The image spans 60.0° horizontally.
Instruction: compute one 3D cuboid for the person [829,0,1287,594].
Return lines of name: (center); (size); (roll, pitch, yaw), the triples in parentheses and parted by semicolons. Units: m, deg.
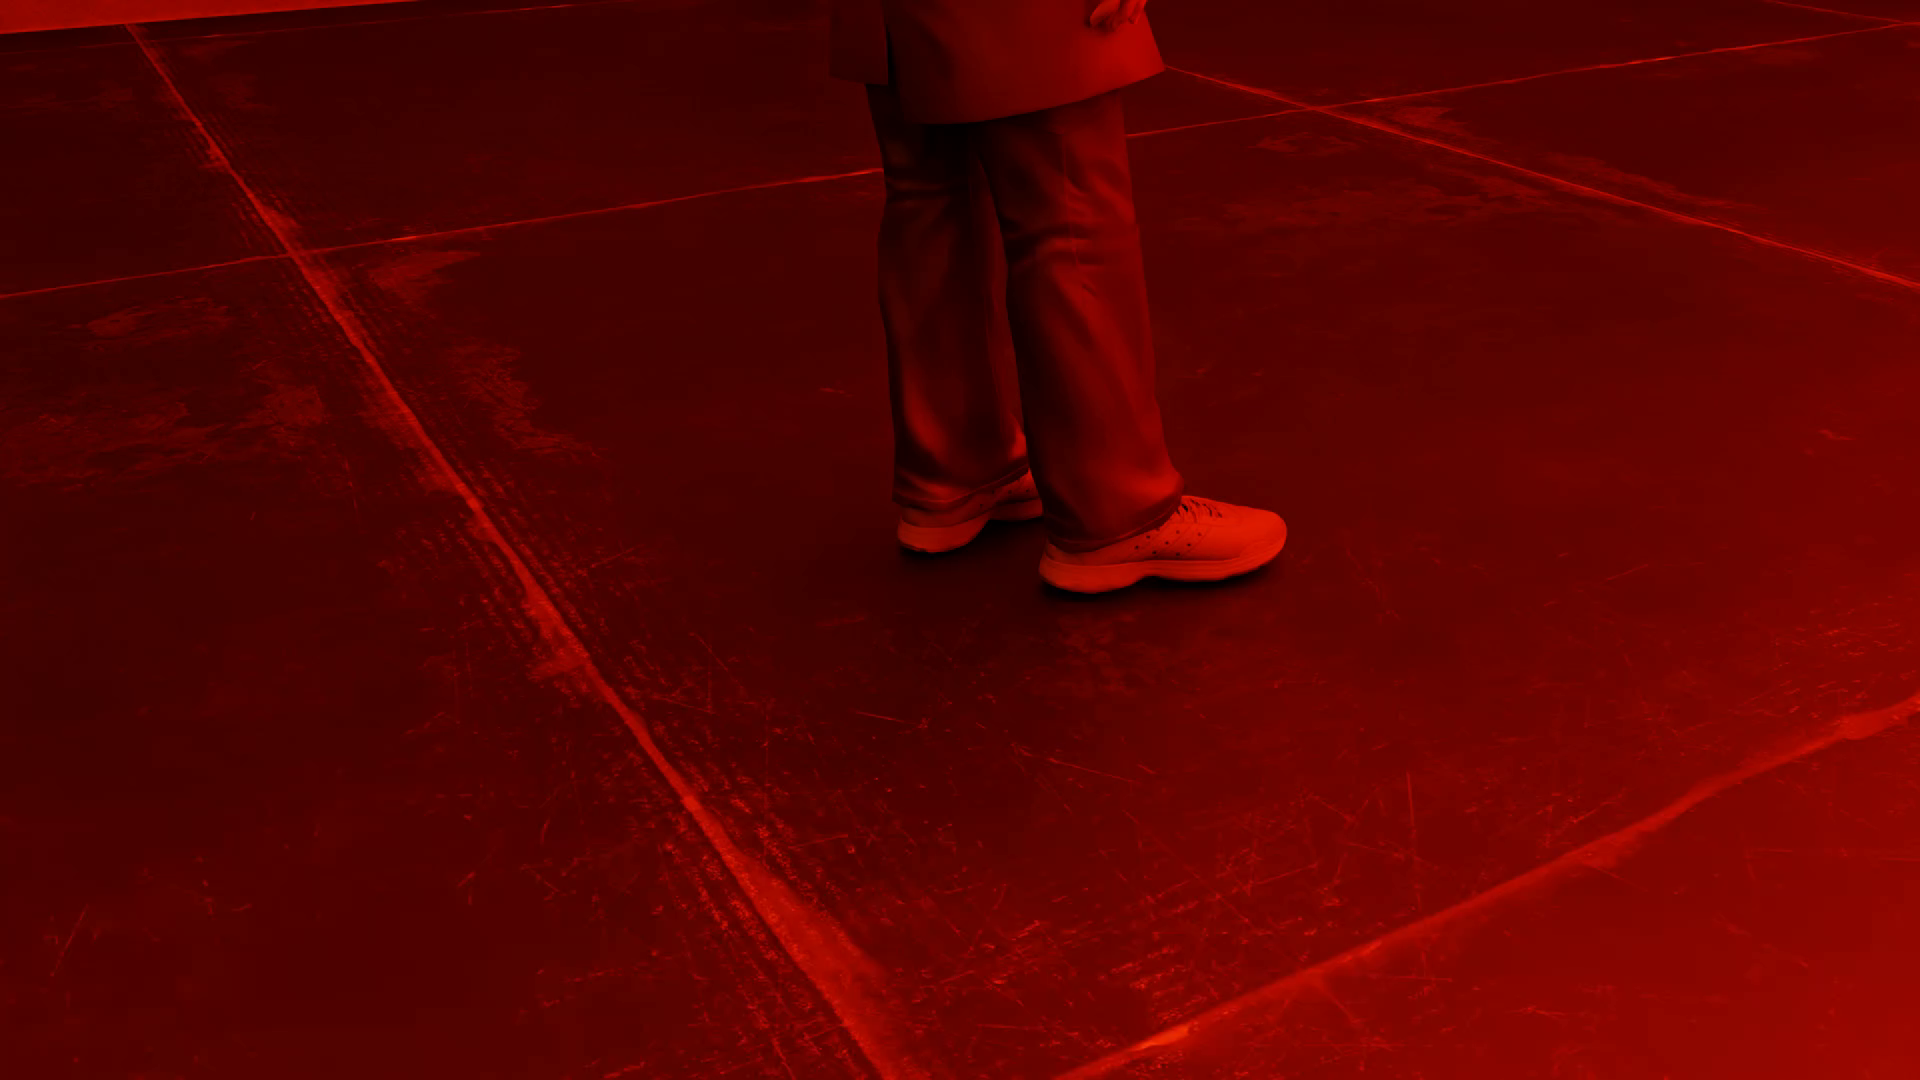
person: (0.085, -0.816, 2.128); (0.579, 1.778, 0.686); (-15, 30, -26)
